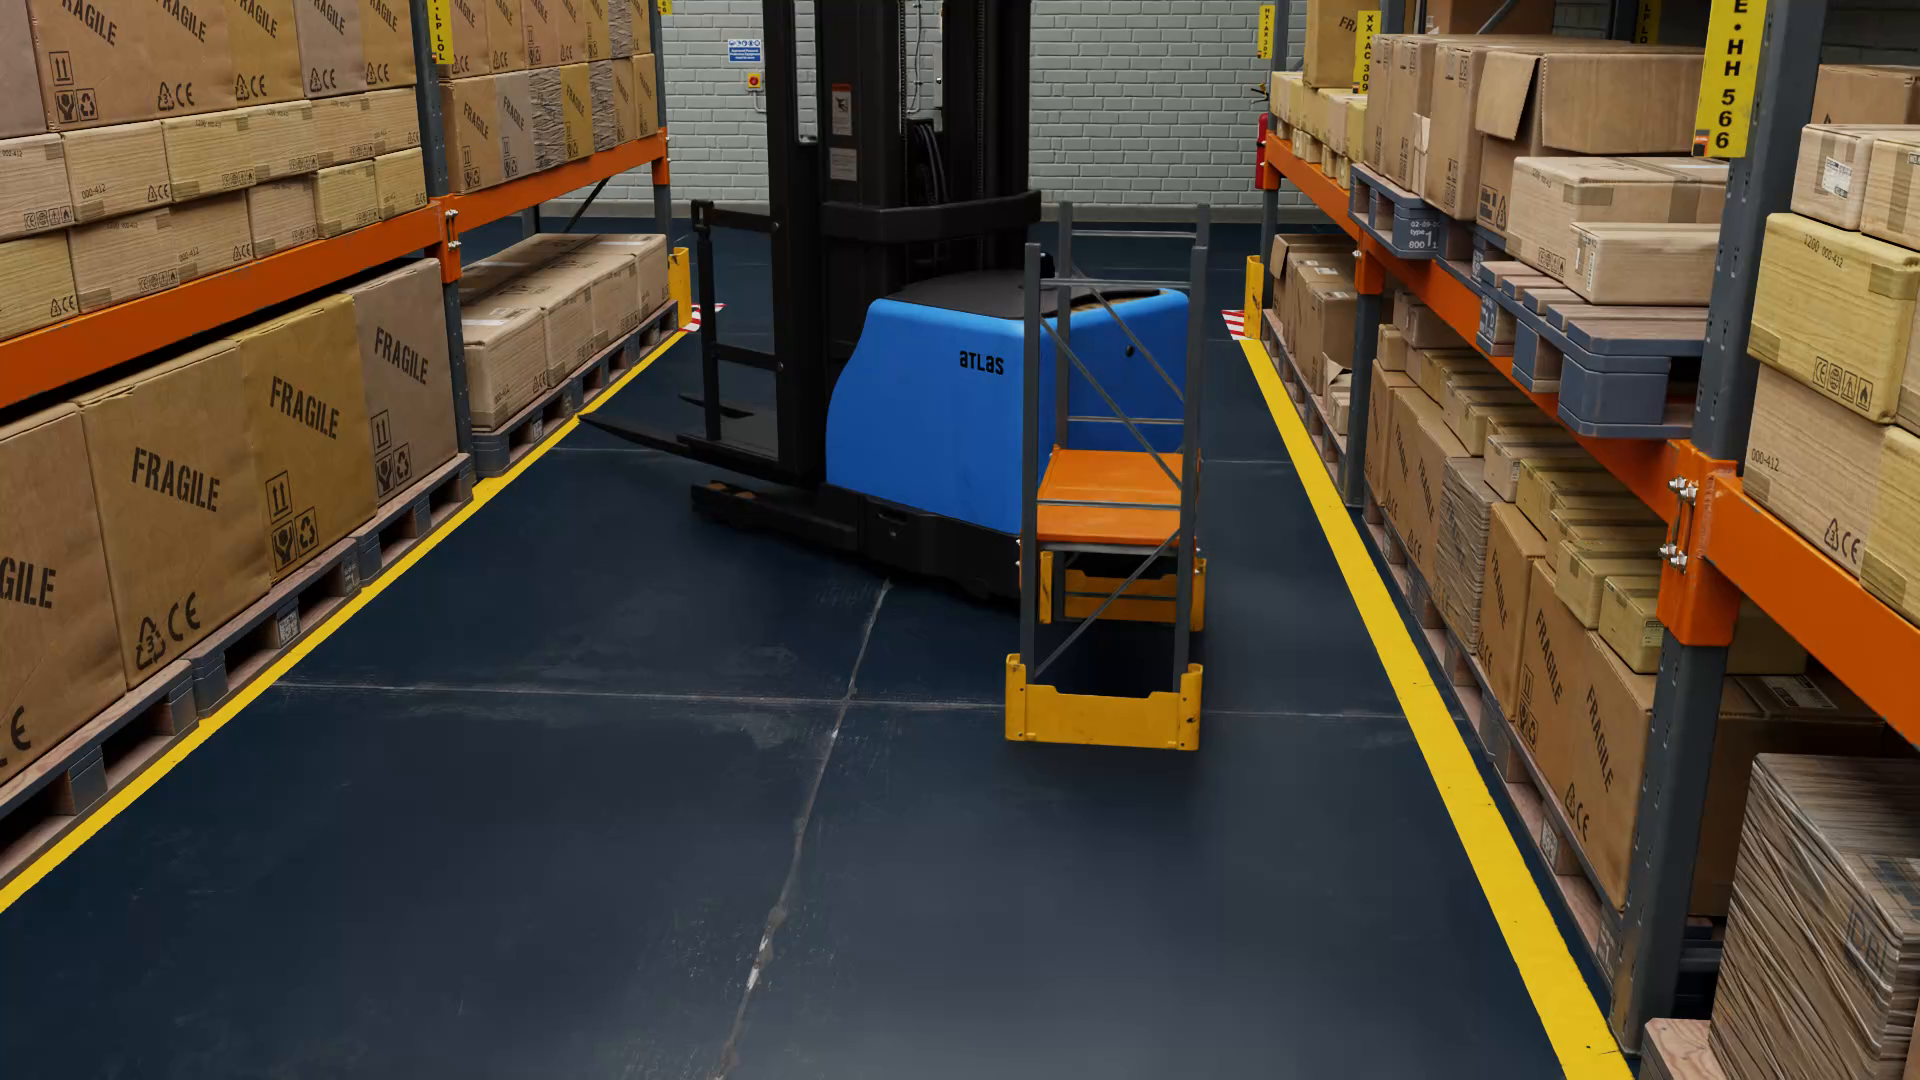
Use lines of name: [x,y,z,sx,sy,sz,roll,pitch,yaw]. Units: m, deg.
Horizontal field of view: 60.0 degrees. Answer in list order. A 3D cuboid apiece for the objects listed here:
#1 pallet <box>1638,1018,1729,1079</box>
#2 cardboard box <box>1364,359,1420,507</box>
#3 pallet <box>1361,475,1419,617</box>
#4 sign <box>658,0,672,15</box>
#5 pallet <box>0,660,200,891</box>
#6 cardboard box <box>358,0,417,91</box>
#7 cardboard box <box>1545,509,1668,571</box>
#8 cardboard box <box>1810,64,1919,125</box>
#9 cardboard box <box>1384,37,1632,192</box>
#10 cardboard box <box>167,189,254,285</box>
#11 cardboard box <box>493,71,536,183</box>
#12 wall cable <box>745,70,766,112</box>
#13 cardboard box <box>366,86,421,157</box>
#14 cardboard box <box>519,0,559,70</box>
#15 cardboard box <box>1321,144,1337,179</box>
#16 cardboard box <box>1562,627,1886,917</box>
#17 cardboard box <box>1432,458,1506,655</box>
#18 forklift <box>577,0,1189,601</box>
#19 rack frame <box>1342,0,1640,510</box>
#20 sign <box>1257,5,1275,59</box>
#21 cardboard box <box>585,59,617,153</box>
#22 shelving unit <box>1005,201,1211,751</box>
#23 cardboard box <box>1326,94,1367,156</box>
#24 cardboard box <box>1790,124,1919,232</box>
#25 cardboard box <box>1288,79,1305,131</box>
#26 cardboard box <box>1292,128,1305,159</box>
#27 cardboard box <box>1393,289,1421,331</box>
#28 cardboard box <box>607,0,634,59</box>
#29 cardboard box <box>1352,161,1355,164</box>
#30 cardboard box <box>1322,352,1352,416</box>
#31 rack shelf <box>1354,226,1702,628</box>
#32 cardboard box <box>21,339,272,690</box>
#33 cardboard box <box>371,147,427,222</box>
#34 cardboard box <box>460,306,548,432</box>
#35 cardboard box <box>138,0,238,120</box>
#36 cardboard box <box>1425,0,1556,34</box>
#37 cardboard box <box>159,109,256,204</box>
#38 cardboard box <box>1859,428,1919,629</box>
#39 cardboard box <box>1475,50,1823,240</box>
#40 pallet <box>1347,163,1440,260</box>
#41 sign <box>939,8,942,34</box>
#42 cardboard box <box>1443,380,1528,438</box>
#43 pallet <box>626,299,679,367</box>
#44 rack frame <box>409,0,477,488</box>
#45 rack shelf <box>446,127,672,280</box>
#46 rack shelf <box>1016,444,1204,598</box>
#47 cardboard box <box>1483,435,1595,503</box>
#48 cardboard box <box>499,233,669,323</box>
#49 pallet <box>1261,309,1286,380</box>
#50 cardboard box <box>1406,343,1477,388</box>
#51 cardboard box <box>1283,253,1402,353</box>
pallet: [1.822,1.253,2.761,1.003,0.211,1.213,1,18,4]
cardboard box: [1.947,-0.436,6.776,0.500,0.500,0.500,2,18,6]
pallet: [2.186,0.009,6.556,1.003,0.211,1.213,1,18,4]
sign: [-1.918,-3.568,10.754,0.100,0.325,0.005,1,18,4]
pallet: [-2.900,0.645,4.615,1.003,0.211,1.213,1,18,4]
cardboard box: [-2.526,-2.057,6.618,0.500,0.500,0.500,2,18,6]
cardboard box: [1.754,0.028,4.320,0.380,0.149,0.250,1,18,2]
cardboard box: [2.113,-0.731,3.500,0.500,0.500,0.500,2,18,7]
cardboard box: [1.912,-1.510,5.880,0.700,0.500,0.500,1,18,5]
cardboard box: [-2.651,-0.988,5.361,0.500,0.250,0.500,1,18,4]
cardboard box: [-2.410,-2.023,8.118,0.500,0.500,0.500,1,18,4]
wall cable: [-2.077,-5.171,16.204,0.585,1.953,0.123,1,18,4]
cardboard box: [-2.534,-1.703,6.741,0.500,0.250,0.500,1,18,4]
cardboard box: [-2.379,-2.660,8.457,0.500,0.500,0.500,2,18,5]
cardboard box: [2.005,-1.878,8.241,0.380,0.149,0.250,1,18,3]
cardboard box: [1.736,0.525,3.843,0.500,0.500,0.500,2,18,6]
cardboard box: [1.835,0.046,5.307,0.500,0.500,0.500,1,18,2]
forklift: [-0.517,-1.537,6.905,3.031,2.935,1.130,16,24,40]
rack frame: [2.206,-1.569,6.895,1.000,3.000,0.127,1,18,4]
sign: [1.952,-3.235,10.589,0.100,0.325,0.005,1,18,4]
cardboard box: [-2.307,-2.498,9.568,0.500,0.500,0.500,2,18,6]
shelving unit: [0.507,-0.258,5.301,0.587,1.500,1.083,3,18,8]
cardboard box: [2.021,-1.959,7.848,0.500,0.250,0.500,1,18,4]
cardboard box: [1.603,-0.590,2.705,0.380,0.149,0.250,2,18,6]
cardboard box: [2.123,-2.433,9.294,0.500,0.250,0.500,1,18,3]
cardboard box: [2.054,-2.197,9.215,0.380,0.149,0.250,1,18,2]
cardboard box: [1.976,-0.924,6.746,0.380,0.149,0.250,1,18,3]
cardboard box: [-2.263,-3.126,9.880,0.500,0.500,0.500,1,18,4]
cardboard box: [1.974,-1.636,7.502,0.380,0.149,0.250,2,18,5]
cardboard box: [1.979,-0.760,8.142,0.396,0.266,0.258,2,18,6]
rack shelf: [2.063,-0.606,5.112,1.077,0.370,4.000,1,18,4]
cardboard box: [-2.831,-0.116,5.198,0.875,0.875,0.875,2,18,5]
cardboard box: [-2.525,-1.463,6.811,0.500,0.250,0.500,1,18,3]
cardboard box: [-2.593,-0.854,8.151,0.875,0.438,0.875,1,18,3]
cardboard box: [-2.634,-1.578,5.156,0.500,0.500,0.500,2,18,5]
cardboard box: [2.579,-2.452,8.149,0.500,0.500,0.500,1,18,2]
cardboard box: [-2.613,-1.227,5.289,0.500,0.250,0.500,2,18,5]
cardboard box: [1.603,0.033,2.247,0.500,0.250,0.500,1,18,3]
cardboard box: [1.852,-1.087,4.582,0.797,0.503,0.637,1,18,3]
pallet: [2.040,-1.232,6.175,1.003,0.211,1.213,1,18,4]
sign: [-0.033,-5.039,16.158,0.339,0.242,0.001,1,18,4]
cardboard box: [1.904,-0.454,5.789,0.380,0.149,0.250,1,18,4]
pallet: [-2.437,-1.346,10.692,1.003,0.211,1.213,1,18,4]
rack frame: [-2.745,-1.679,7.230,1.000,3.000,0.127,1,18,4]
rack shelf: [-2.601,-1.958,9.238,1.077,0.370,4.000,1,18,4]
rack shelf: [0.505,-0.084,5.348,0.538,0.185,1.000,3,18,8]
cardboard box: [1.826,-0.217,5.067,0.380,0.149,0.250,0,18,1]
cardboard box: [-2.406,-1.696,10.723,0.875,0.438,0.875,1,18,2]
pallet: [2.432,-1.215,10.293,1.003,0.211,1.213,1,18,4]
cardboard box: [1.973,-0.696,6.529,0.380,0.149,0.250,1,18,2]
cardboard box: [2.255,-1.371,9.630,0.700,0.500,0.500,2,18,6]
